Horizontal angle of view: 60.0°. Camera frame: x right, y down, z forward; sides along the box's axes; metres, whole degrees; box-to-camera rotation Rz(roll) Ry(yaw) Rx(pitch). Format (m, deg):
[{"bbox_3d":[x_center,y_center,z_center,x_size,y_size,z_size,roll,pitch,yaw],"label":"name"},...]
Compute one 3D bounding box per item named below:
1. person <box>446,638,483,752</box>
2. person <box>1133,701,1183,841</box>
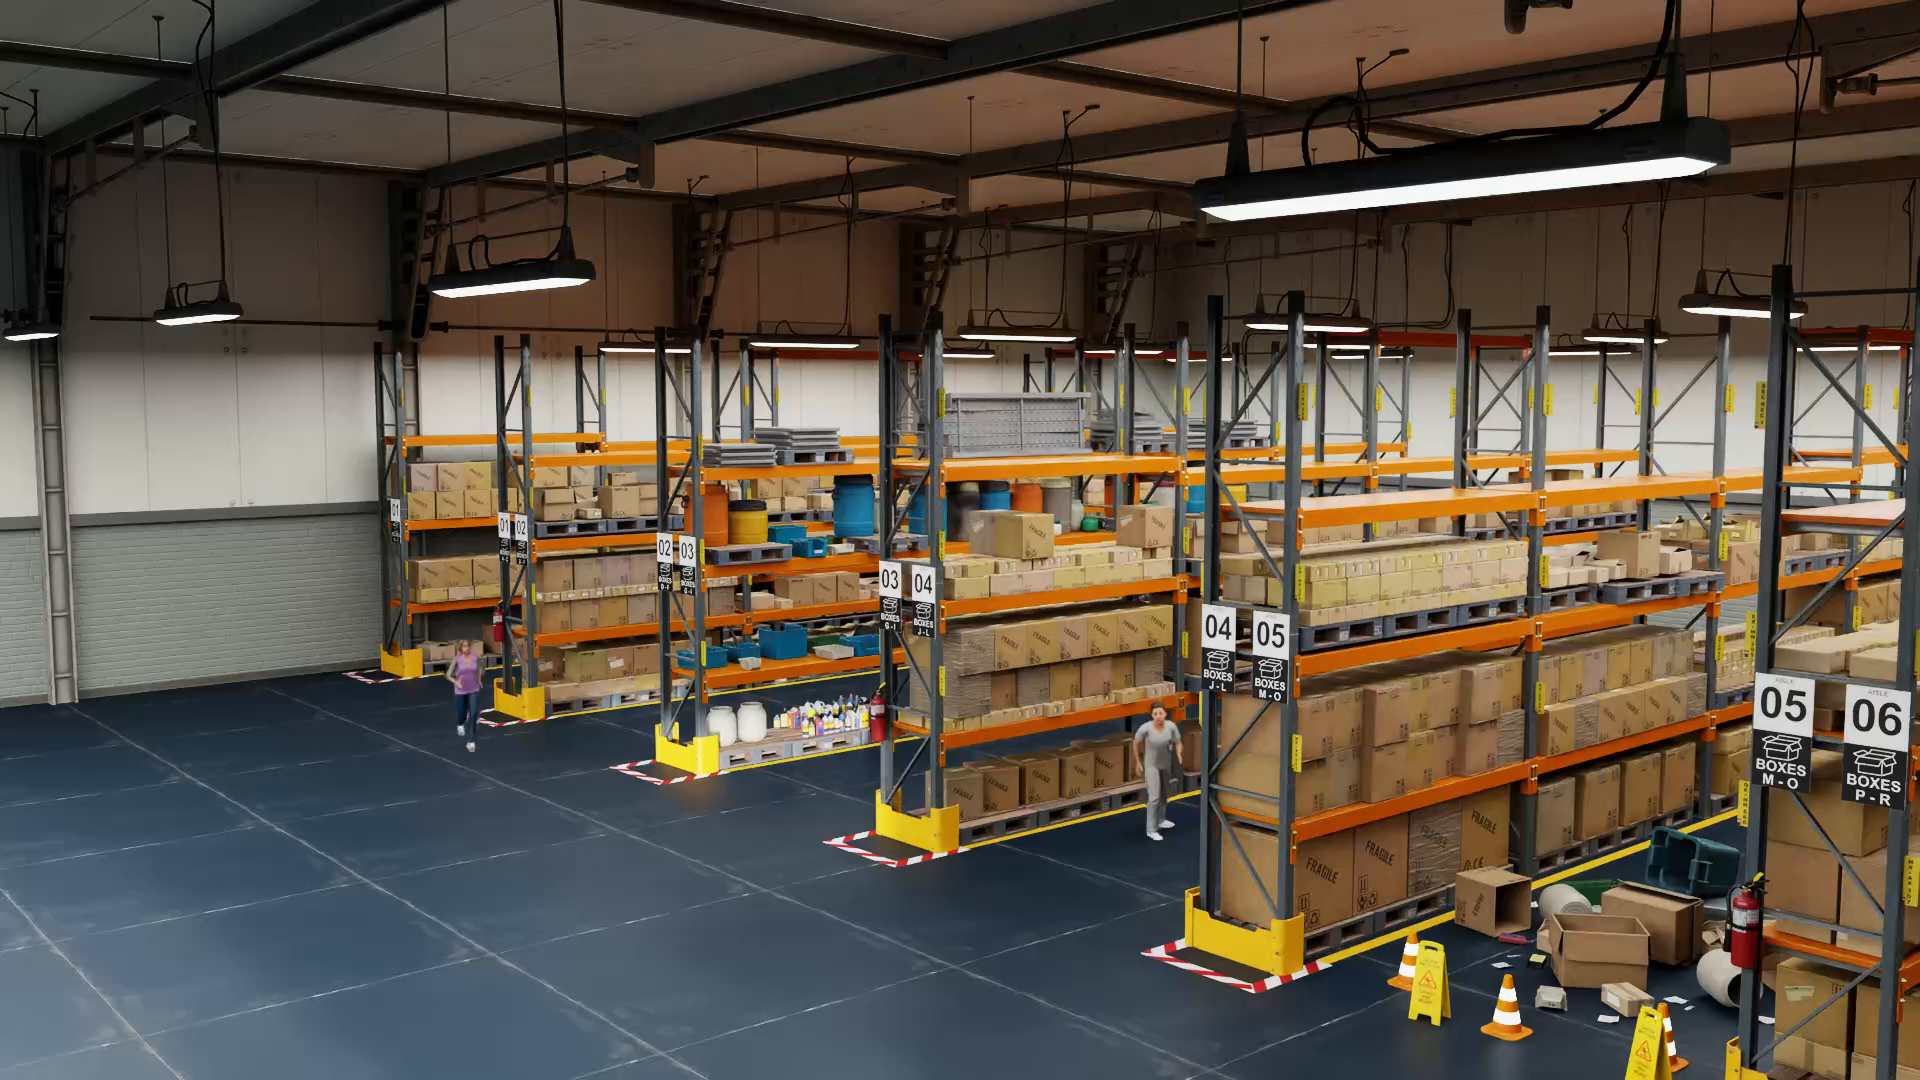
[{"bbox_3d":[-7.114,2.202,23.935,0.535,1.592,0.821,-2,6,-25],"label":"person"},{"bbox_3d":[2.306,2.628,19.196,0.595,1.608,0.823,-2,6,-22],"label":"person"}]
